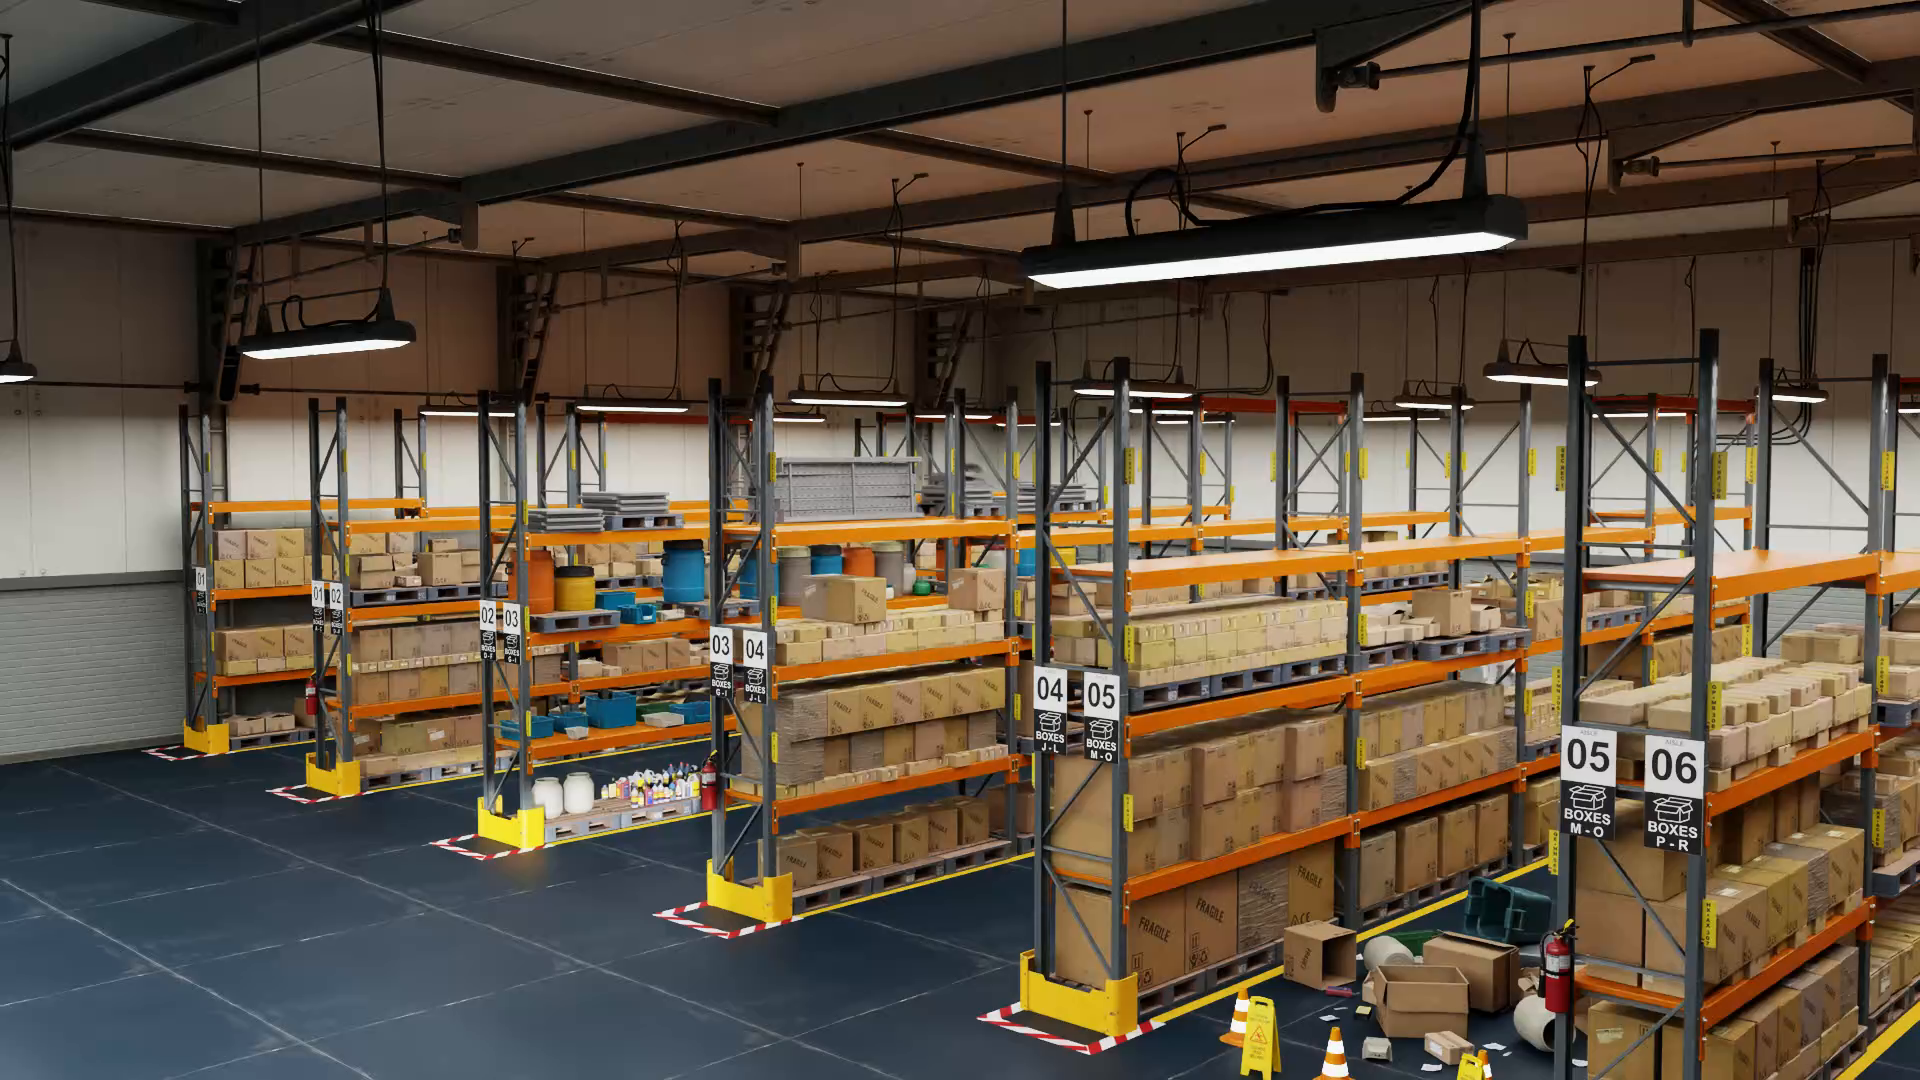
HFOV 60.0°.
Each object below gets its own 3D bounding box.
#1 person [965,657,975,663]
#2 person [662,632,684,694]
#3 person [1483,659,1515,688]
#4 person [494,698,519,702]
[{"bbox_3d":[0.351,2.733,31.120,1.087,1.607,0.654,-2,3,-29],"label":"person"},{"bbox_3d":[-5.689,2.598,33.223,0.659,1.648,0.559,2,4,37],"label":"person"},{"bbox_3d":[9.875,2.672,30.331,0.659,1.767,1.096,1,3,16],"label":"person"},{"bbox_3d":[-8.125,2.702,29.415,0.568,1.720,1.119,3,4,43],"label":"person"}]
